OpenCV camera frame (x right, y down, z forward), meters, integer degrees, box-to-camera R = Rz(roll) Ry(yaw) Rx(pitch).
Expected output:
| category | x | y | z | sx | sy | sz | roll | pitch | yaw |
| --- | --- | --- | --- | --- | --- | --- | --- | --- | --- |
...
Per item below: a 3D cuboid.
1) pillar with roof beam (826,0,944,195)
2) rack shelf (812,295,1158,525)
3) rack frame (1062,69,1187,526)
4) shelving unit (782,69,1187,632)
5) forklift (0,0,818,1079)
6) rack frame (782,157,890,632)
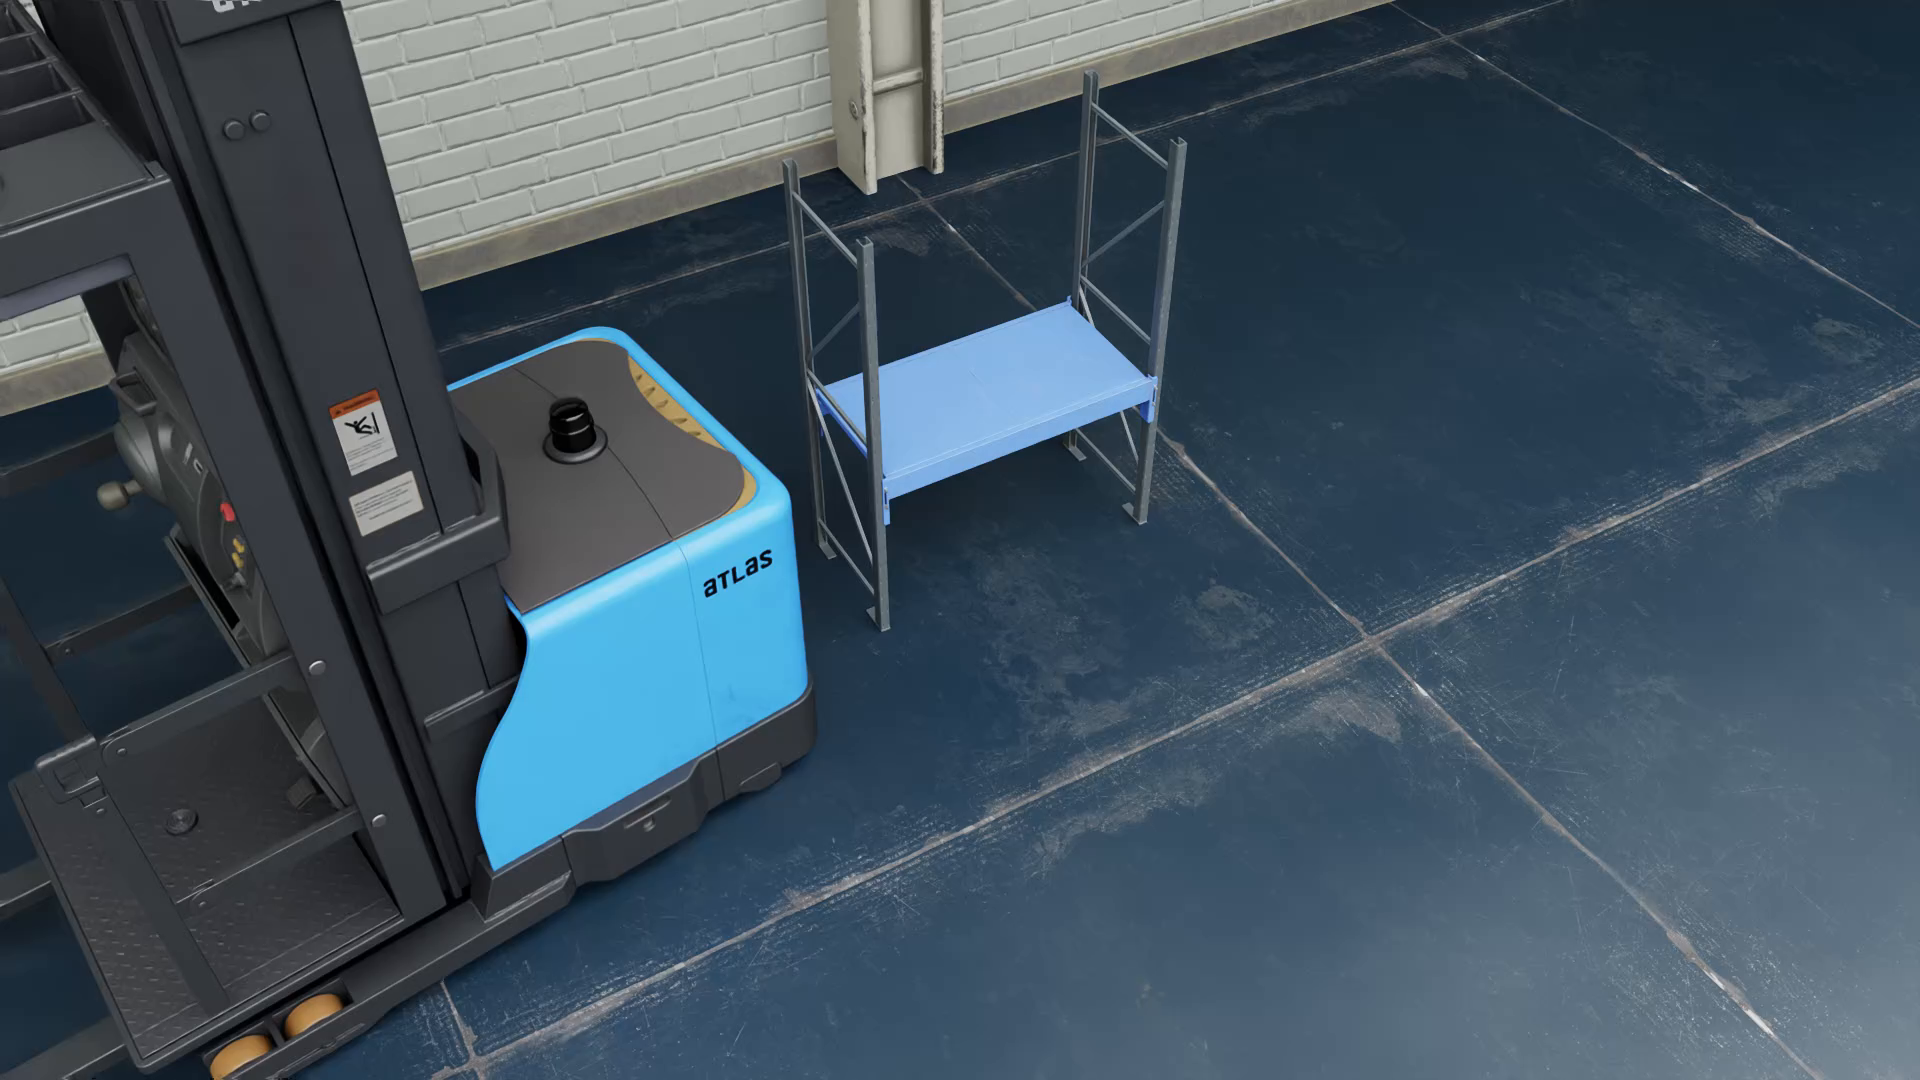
| category | x | y | z | sx | sy | sz | roll | pitch | yaw |
| --- | --- | --- | --- | --- | --- | --- | --- | --- | --- |
| pillar with roof beam | 1.828 | -2.307 | 1.666 | 0.400 | 9.000 | 9.100 | -22 | 48 | -21 |
| rack shelf | 0.074 | -0.439 | 5.383 | 1.000 | 0.185 | 0.538 | -22 | 48 | -21 |
| rack frame | 0.515 | -0.744 | 5.440 | 0.032 | 1.500 | 0.500 | -22 | 48 | -21 |
| shelving unit | 0.074 | -0.568 | 5.258 | 1.048 | 1.500 | 0.538 | -22 | 48 | -21 |
| forklift | -1.905 | -0.039 | 3.685 | 3.031 | 2.935 | 1.130 | -28 | 51 | -26 |
| rack frame | -0.367 | -0.391 | 5.076 | 0.032 | 1.500 | 0.500 | -22 | 48 | -21 |
